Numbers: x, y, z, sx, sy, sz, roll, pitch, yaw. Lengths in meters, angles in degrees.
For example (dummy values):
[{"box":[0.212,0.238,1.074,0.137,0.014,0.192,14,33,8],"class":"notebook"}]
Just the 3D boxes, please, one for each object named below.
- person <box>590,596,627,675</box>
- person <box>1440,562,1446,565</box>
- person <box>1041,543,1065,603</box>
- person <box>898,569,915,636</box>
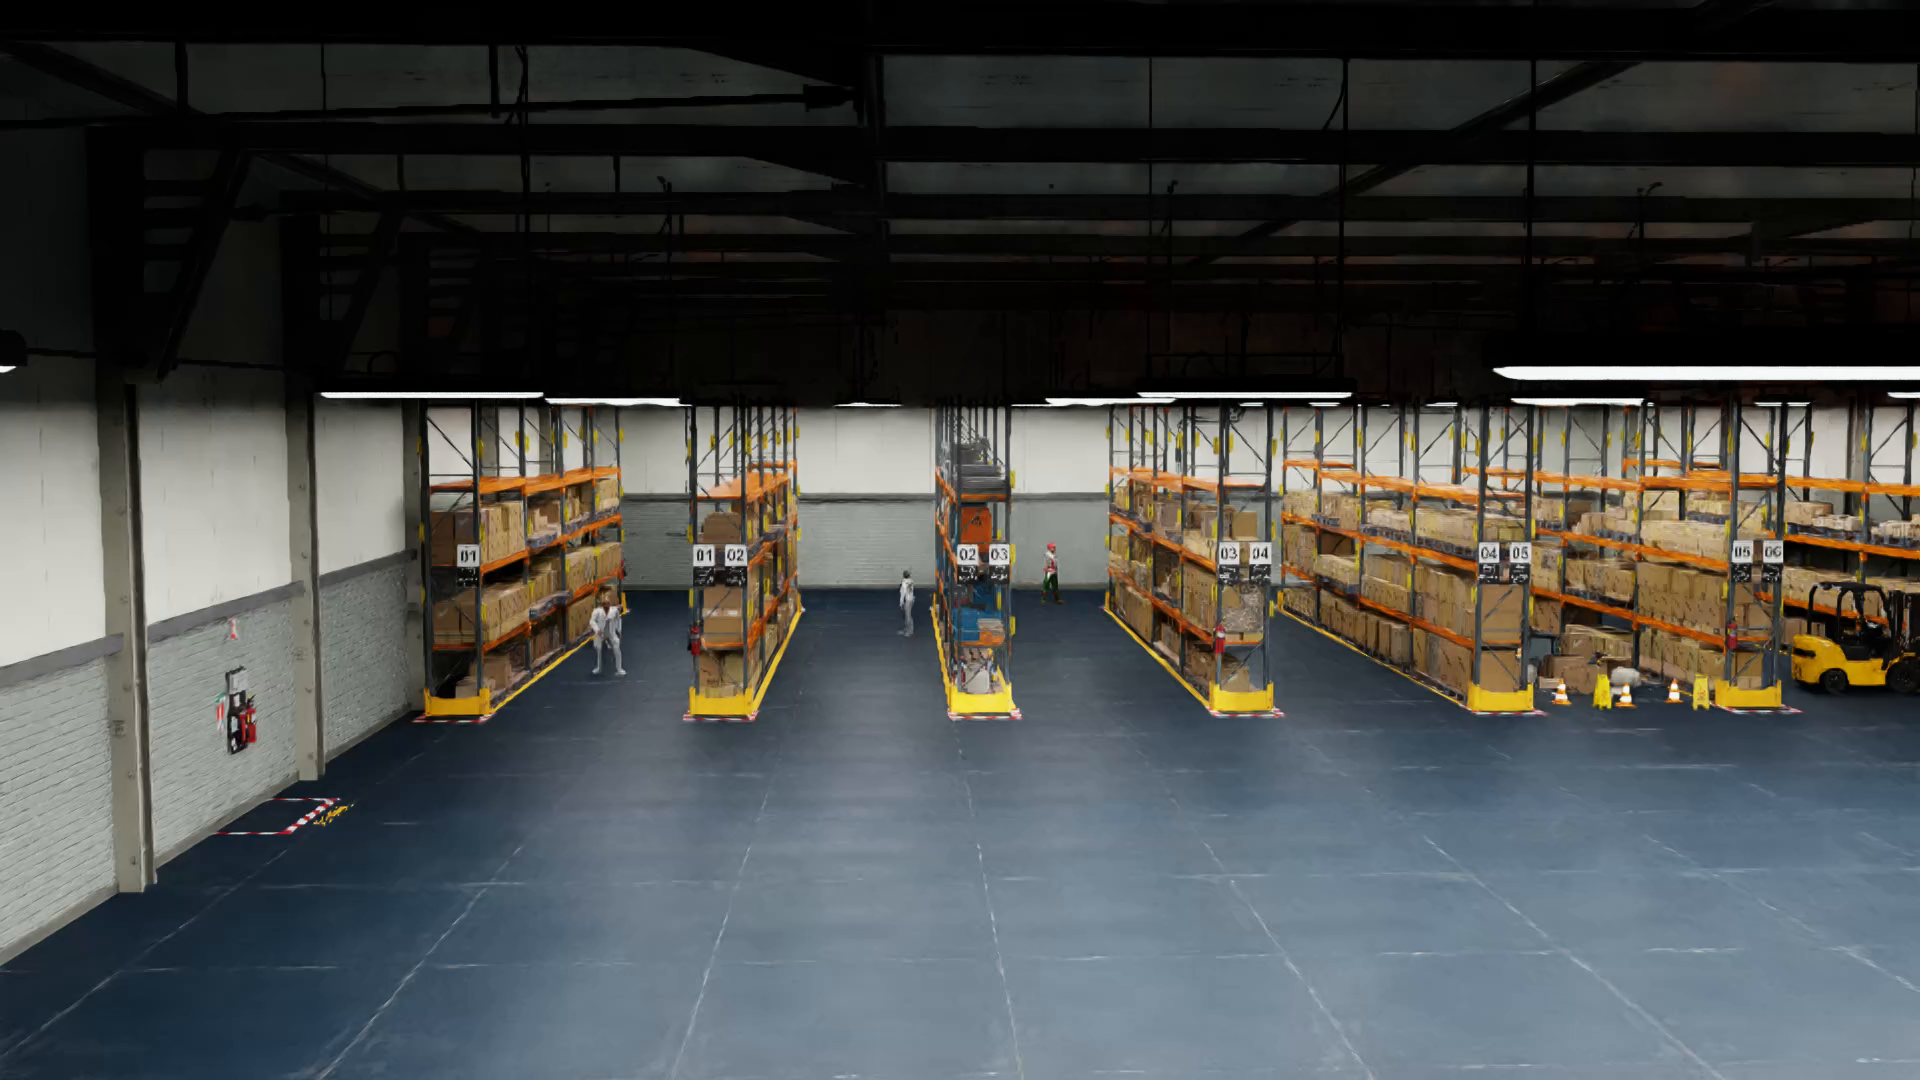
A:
[{"box":[-7.600,2.043,35.766,0.734,1.715,0.896,-1,5,-18],"class":"person"},{"box":[12.823,1.406,44.211,0.565,1.648,0.577,1,5,17],"class":"person"},{"box":[2.710,0.967,48.978,0.531,1.780,0.715,3,5,35],"class":"person"},{"box":[-1.360,1.565,42.088,0.539,1.665,0.572,2,5,21],"class":"person"}]
